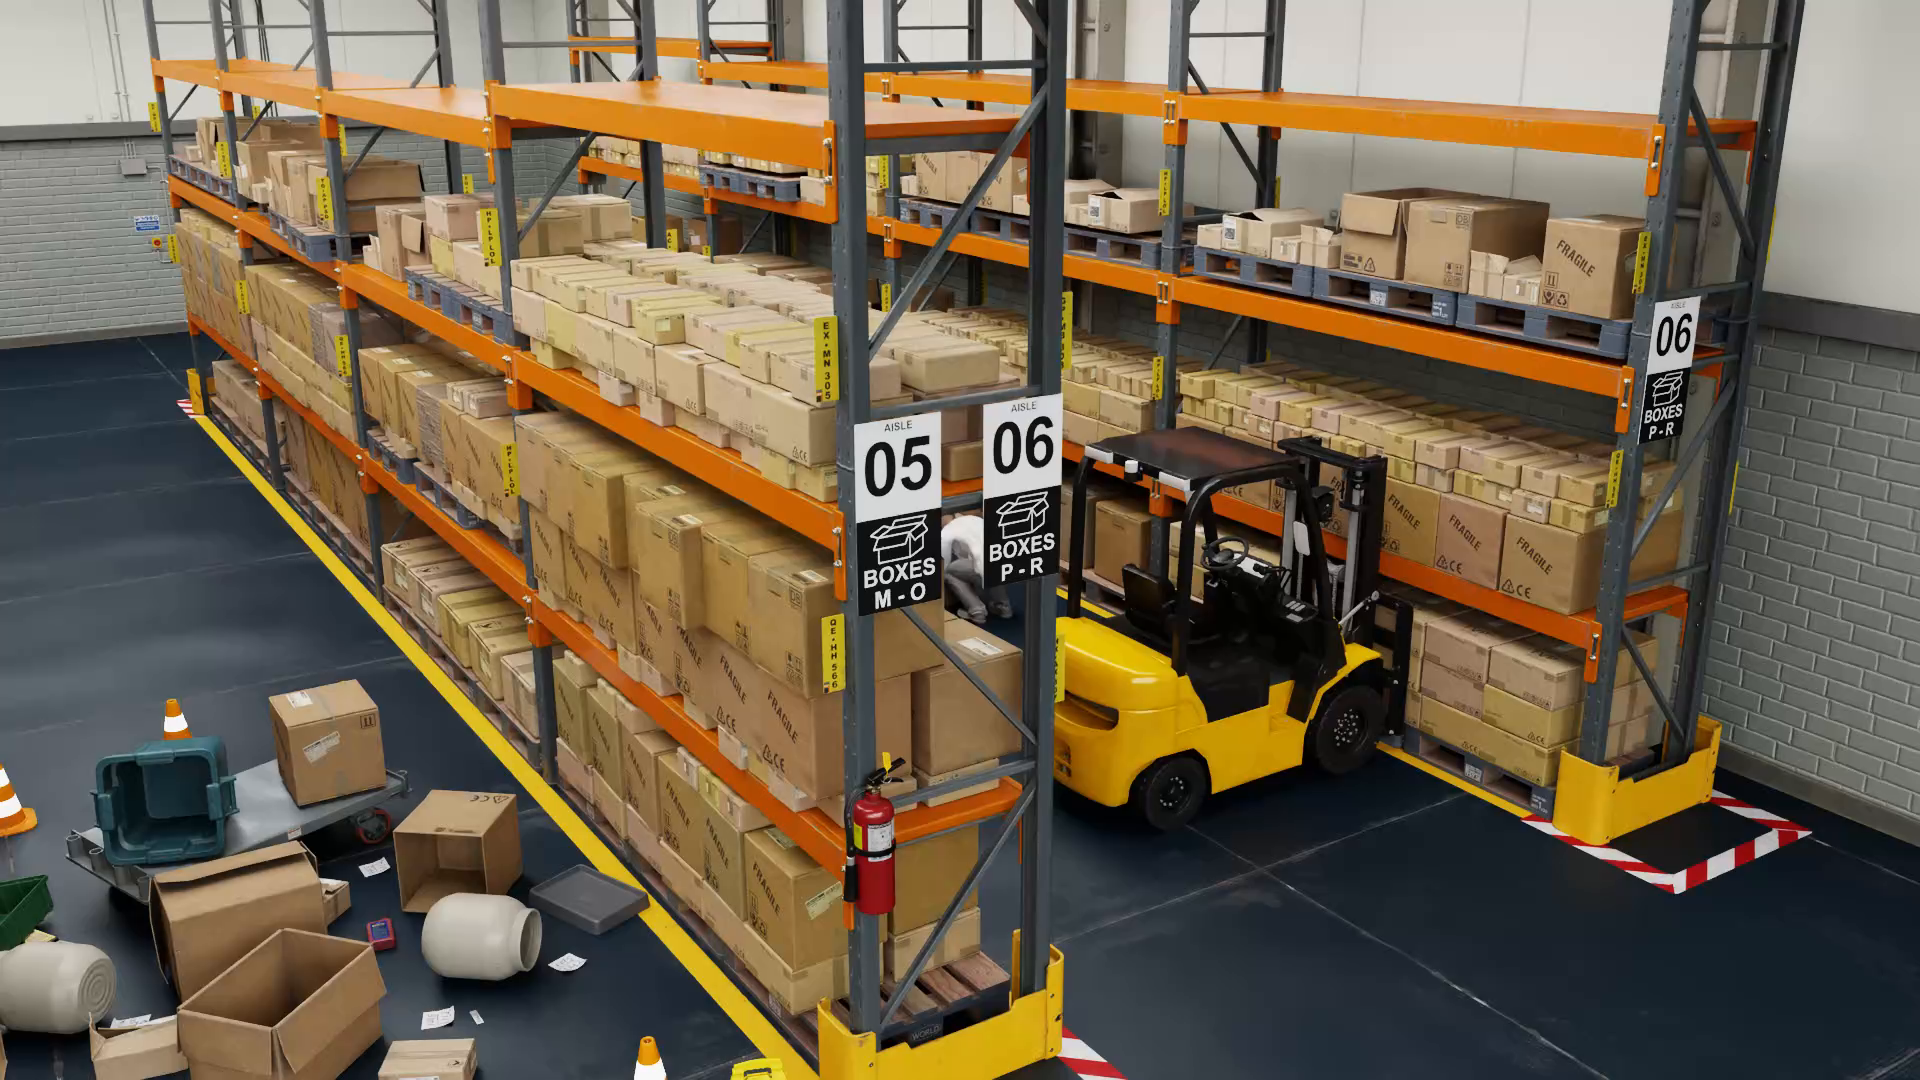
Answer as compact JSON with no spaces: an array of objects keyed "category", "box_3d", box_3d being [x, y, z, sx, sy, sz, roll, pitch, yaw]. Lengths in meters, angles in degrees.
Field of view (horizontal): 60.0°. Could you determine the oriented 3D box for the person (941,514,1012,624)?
[{"category":"person","box_3d":[0.088,0.215,13.478,0.531,0.810,0.948,-12,21,-33]}]
